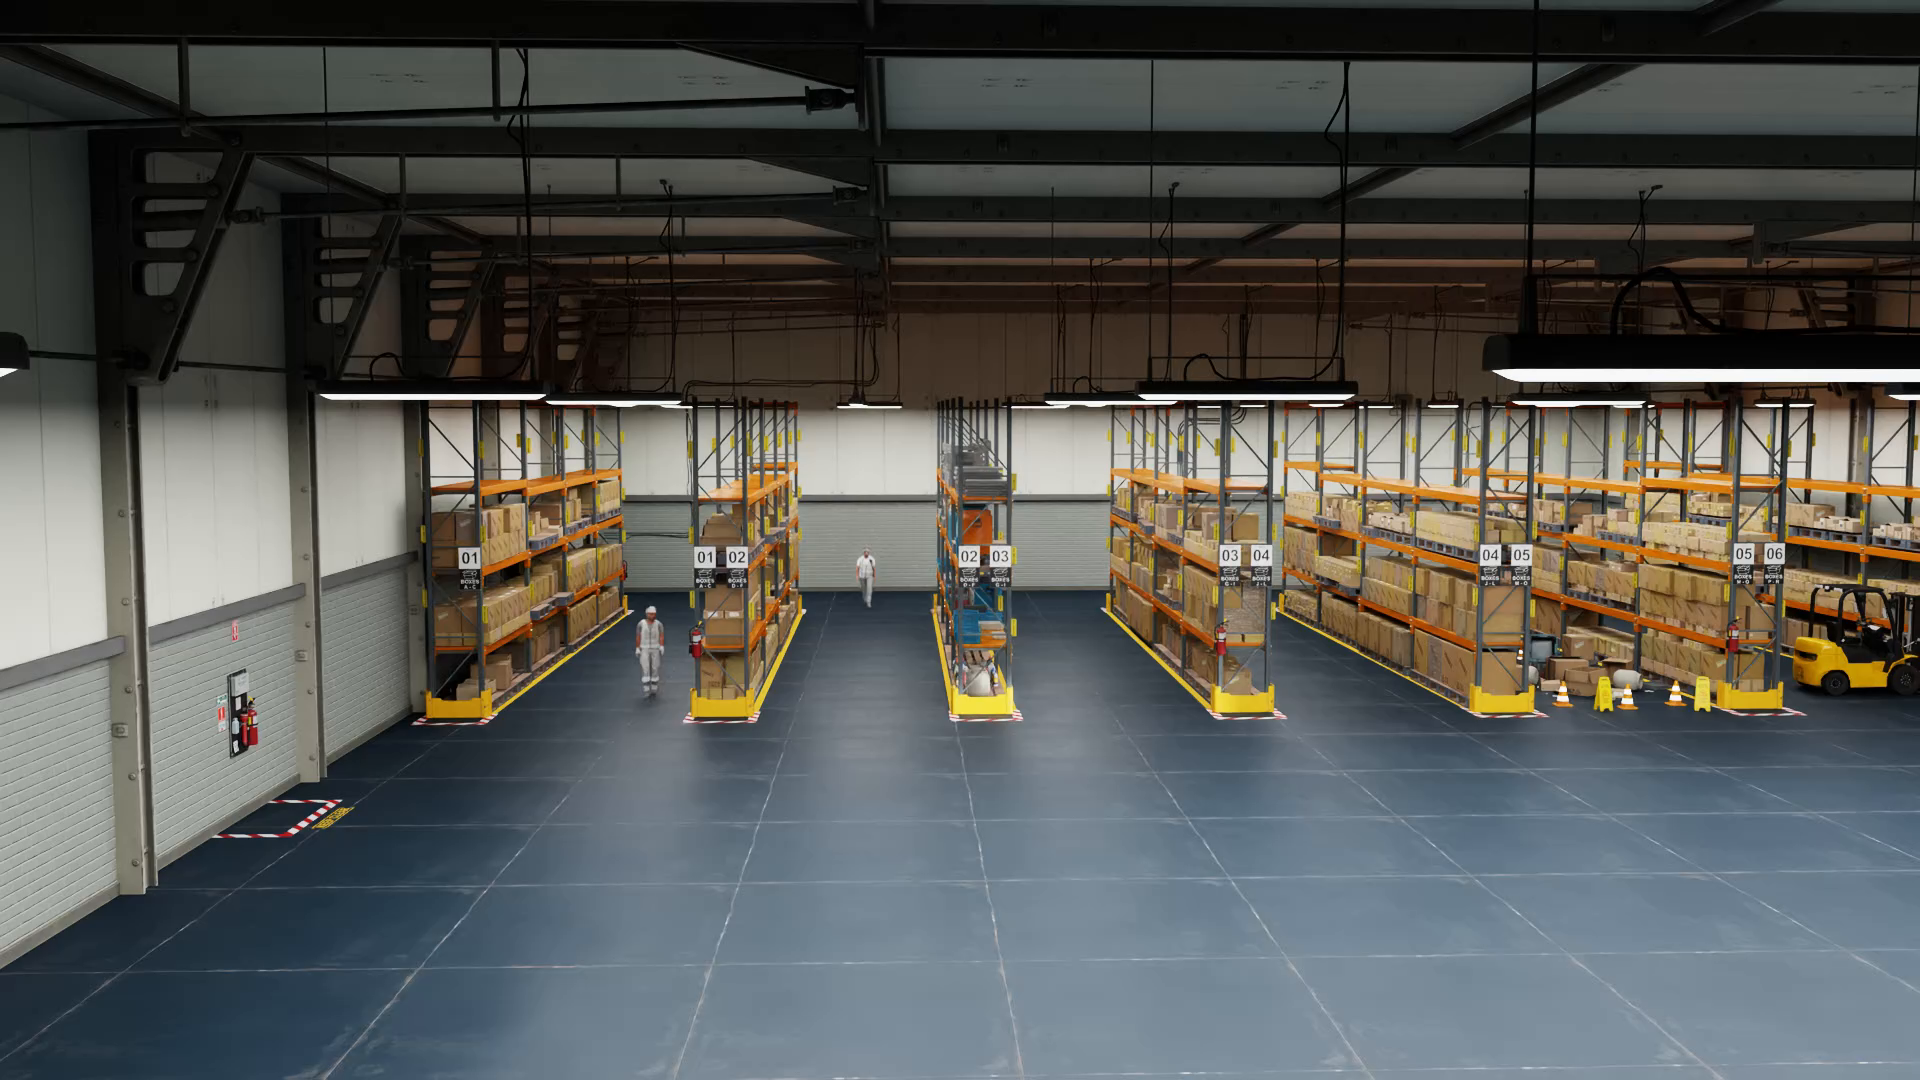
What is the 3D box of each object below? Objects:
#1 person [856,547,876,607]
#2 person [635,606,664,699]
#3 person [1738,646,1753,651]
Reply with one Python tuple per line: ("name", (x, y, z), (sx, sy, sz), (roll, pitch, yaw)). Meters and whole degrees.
("person", (-2.784, 1.065, 48.857), (0.562, 1.709, 1.024), (0, 4, 3))
("person", (-6.222, 2.254, 33.488), (0.562, 1.805, 0.670), (-1, 5, -18))
("person", (18.017, 1.964, 38.156), (0.467, 1.724, 0.591), (-1, 5, -13))
